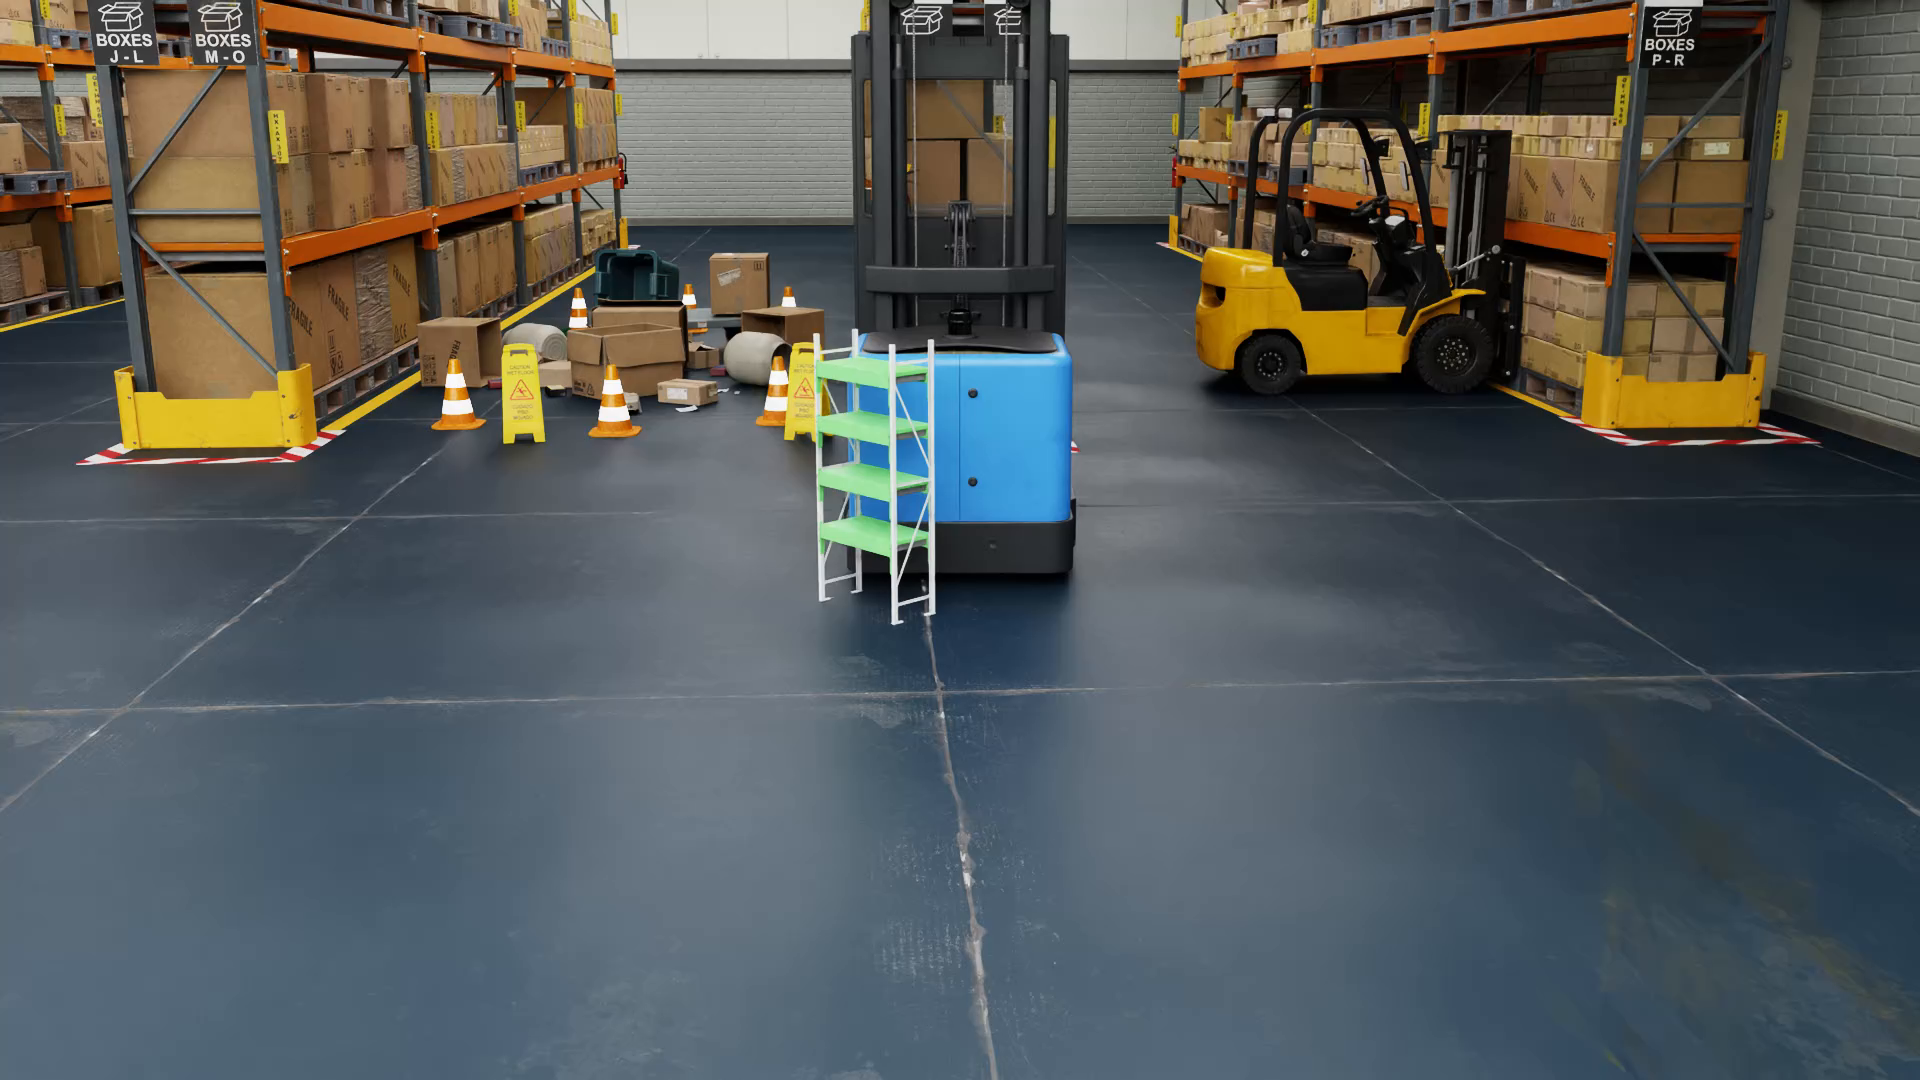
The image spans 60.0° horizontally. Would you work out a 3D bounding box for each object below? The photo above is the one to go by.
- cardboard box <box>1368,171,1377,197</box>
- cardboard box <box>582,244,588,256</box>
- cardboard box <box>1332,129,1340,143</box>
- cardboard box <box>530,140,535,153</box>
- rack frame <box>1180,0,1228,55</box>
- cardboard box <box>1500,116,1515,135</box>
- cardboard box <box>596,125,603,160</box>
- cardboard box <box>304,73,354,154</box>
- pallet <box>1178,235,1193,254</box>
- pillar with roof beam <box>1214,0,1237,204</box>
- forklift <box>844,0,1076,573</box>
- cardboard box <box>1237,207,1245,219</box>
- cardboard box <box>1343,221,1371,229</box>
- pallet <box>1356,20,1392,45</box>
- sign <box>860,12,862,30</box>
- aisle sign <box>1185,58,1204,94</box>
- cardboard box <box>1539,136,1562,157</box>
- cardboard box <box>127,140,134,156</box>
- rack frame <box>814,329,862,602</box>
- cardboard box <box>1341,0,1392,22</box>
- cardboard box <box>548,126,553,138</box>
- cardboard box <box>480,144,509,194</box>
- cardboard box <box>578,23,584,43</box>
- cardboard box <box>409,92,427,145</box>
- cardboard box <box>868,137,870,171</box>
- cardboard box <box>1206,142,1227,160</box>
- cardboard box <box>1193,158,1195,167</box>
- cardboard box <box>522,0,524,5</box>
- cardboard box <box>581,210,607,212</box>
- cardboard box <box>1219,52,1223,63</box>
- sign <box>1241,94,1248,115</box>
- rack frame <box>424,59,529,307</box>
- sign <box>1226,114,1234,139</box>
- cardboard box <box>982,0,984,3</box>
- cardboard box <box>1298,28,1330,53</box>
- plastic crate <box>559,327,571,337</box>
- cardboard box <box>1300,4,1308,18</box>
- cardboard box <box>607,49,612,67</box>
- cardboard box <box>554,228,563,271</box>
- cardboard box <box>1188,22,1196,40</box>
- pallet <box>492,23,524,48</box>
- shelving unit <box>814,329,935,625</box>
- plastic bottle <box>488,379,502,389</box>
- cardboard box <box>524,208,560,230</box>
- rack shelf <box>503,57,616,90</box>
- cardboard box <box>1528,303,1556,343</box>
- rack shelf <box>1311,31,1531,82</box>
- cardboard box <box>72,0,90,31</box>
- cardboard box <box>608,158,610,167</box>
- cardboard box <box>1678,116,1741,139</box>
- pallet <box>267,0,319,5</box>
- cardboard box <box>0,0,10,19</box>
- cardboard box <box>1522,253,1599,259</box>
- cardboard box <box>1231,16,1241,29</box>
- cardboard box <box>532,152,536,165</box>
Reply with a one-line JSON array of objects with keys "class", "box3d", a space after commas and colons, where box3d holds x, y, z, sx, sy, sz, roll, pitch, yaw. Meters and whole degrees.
[{"class": "cardboard box", "box3d": [4.418, -3.573, 16.694, 0.500, 0.250, 0.500, -1, 14, -3]}, {"class": "cardboard box", "box3d": [-5.339, -4.004, 22.947, 0.380, 0.149, 0.250, -2, 15, -6]}, {"class": "cardboard box", "box3d": [4.284, -4.419, 18.179, 0.380, 0.149, 0.250, 0, 14, -2]}, {"class": "cardboard box", "box3d": [-5.288, -4.699, 19.833, 0.380, 0.149, 0.250, -1, 14, -3]}, {"class": "rack frame", "box3d": [4.003, -9.165, 26.088, 1.000, 3.000, 0.127, -1, 14, -3]}, {"class": "cardboard box", "box3d": [4.629, -3.379, 13.540, 0.380, 0.149, 0.250, -1, 14, -4]}, {"class": "cardboard box", "box3d": [-5.512, -5.787, 24.201, 0.500, 0.500, 0.500, 0, 14, -1]}, {"class": "cardboard box", "box3d": [-4.903, -3.067, 11.957, 0.875, 0.550, 0.550, -1, 14, -3]}, {"class": "pallet", "box3d": [4.058, -4.692, 26.339, 1.003, 0.211, 1.213, -1, 14, -3]}, {"class": "pillar with roof beam", "box3d": [0.439, -9.783, 28.490, 9.100, 9.000, 0.400, -1, 14, -3]}, {"class": "forklift", "box3d": [0.000, -1.575, 8.765, 1.130, 2.935, 3.031, 0, 14, 0]}, {"class": "cardboard box", "box3d": [4.008, -4.479, 22.785, 0.380, 0.149, 0.250, 0, 14, -1]}, {"class": "cardboard box", "box3d": [4.778, -3.712, 19.804, 0.380, 0.149, 0.250, 0, 14, -1]}, {"class": "pallet", "box3d": [4.703, -5.186, 17.021, 1.003, 0.211, 1.213, 0, 14, -1]}, {"class": "sign", "box3d": [-1.505, -8.089, 26.014, 0.100, 0.325, 0.005, -1, 14, -3]}, {"class": "aisle sign", "box3d": [3.706, -7.531, 26.560, 0.394, 0.787, 0.004, -1, 14, -3]}, {"class": "cardboard box", "box3d": [4.625, -2.981, 12.591, 0.380, 0.149, 0.250, -1, 14, -5]}, {"class": "cardboard box", "box3d": [-10.203, -4.593, 20.157, 0.500, 0.500, 0.500, -1, 14, -3]}, {"class": "rack frame", "box3d": [-0.540, -0.327, 7.388, 0.240, 1.200, 0.015, -14, 20, -42]}, {"class": "cardboard box", "box3d": [4.432, -5.715, 17.456, 0.700, 0.500, 0.500, -1, 14, -5]}, {"class": "cardboard box", "box3d": [-5.369, -5.162, 21.039, 0.380, 0.149, 0.250, -1, 14, -4]}, {"class": "cardboard box", "box3d": [-5.064, -3.908, 17.493, 0.500, 0.500, 0.500, -1, 14, -3]}, {"class": "cardboard box", "box3d": [-5.453, -6.955, 22.818, 0.500, 0.250, 0.500, -1, 14, -4]}, {"class": "cardboard box", "box3d": [-5.178, -3.752, 14.883, 0.700, 0.500, 0.500, -1, 14, -4]}, {"class": "cardboard box", "box3d": [-1.070, -5.600, 24.071, 0.500, 0.500, 0.500, -1, 14, -4]}, {"class": "cardboard box", "box3d": [3.913, -5.708, 24.395, 0.500, 0.250, 0.500, -1, 14, -4]}, {"class": "cardboard box", "box3d": [3.817, -5.861, 25.790, 0.380, 0.149, 0.250, 0, 14, -2]}, {"class": "cardboard box", "box3d": [-5.226, -6.259, 19.075, 0.396, 0.266, 0.258, -1, 14, -3]}, {"class": "cardboard box", "box3d": [-5.641, -5.000, 25.626, 0.380, 0.149, 0.250, -1, 14, -2]}, {"class": "cardboard box", "box3d": [3.903, -6.870, 23.691, 0.380, 0.149, 0.250, -1, 14, -4]}, {"class": "sign", "box3d": [4.559, -6.977, 26.666, 0.100, 0.325, 0.005, -1, 14, -3]}, {"class": "rack frame", "box3d": [-5.389, -4.091, 18.407, 1.000, 3.000, 0.127, -1, 14, -3]}, {"class": "sign", "box3d": [3.710, -5.674, 22.822, 0.100, 0.325, 0.005, -1, 14, -3]}, {"class": "cardboard box", "box3d": [0.344, -3.622, 11.067, 0.380, 0.149, 0.250, -1, 14, -3]}, {"class": "cardboard box", "box3d": [4.225, -5.774, 19.230, 0.500, 0.250, 0.500, -1, 14, -5]}, {"class": "plastic crate", "box3d": [-3.823, -1.739, 14.794, 0.450, 0.188, 0.662, -4, 11, 28]}, {"class": "cardboard box", "box3d": [4.205, -6.201, 19.490, 0.380, 0.149, 0.250, -1, 14, -5]}, {"class": "cardboard box", "box3d": [-5.593, -7.352, 25.361, 0.500, 0.250, 0.500, -1, 14, -5]}, {"class": "cardboard box", "box3d": [-5.281, -3.643, 20.840, 0.500, 0.500, 0.500, -1, 14, -5]}, {"class": "cardboard box", "box3d": [3.793, -7.785, 25.445, 0.500, 0.250, 0.500, -1, 14, -4]}, {"class": "pallet", "box3d": [-5.296, -5.293, 17.438, 1.213, 0.211, 1.003, 0, 14, -1]}, {"class": "shelving unit", "box3d": [-0.370, -0.283, 7.219, 0.258, 1.200, 0.503, -14, 20, -42]}, {"class": "plastic bottle", "box3d": [-3.609, -1.247, 13.252, 0.283, 0.061, 0.133, -6, 16, -23]}, {"class": "cardboard box", "box3d": [-5.273, -4.001, 20.727, 0.500, 0.250, 0.500, -2, 15, -6]}, {"class": "rack shelf", "box3d": [-5.761, -6.688, 23.922, 1.077, 0.370, 4.000, -1, 14, -3]}, {"class": "cardboard box", "box3d": [4.632, -1.636, 12.535, 0.500, 0.250, 0.500, -1, 14, -4]}, {"class": "rack shelf", "box3d": [4.623, -4.877, 16.886, 1.077, 0.370, 4.000, -1, 14, -3]}, {"class": "cardboard box", "box3d": [-10.494, -6.253, 19.741, 0.797, 0.503, 0.637, -1, 14, -4]}, {"class": "cardboard box", "box3d": [-5.605, -5.820, 25.630, 0.380, 0.149, 0.250, -1, 14, -4]}, {"class": "cardboard box", "box3d": [5.187, -2.874, 11.577, 0.380, 0.149, 0.250, -1, 14, -5]}, {"class": "pallet", "box3d": [-4.950, -3.696, 11.028, 1.003, 0.211, 1.213, -1, 14, -3]}, {"class": "cardboard box", "box3d": [-10.024, -5.541, 16.817, 0.500, 0.500, 0.500, -1, 14, -4]}, {"class": "cardboard box", "box3d": [5.035, -2.260, 13.960, 0.500, 0.250, 0.500, -1, 14, -3]}, {"class": "cardboard box", "box3d": [3.832, -6.911, 22.210, 0.380, 0.149, 0.250, 0, 14, -2]}, {"class": "cardboard box", "box3d": [-5.286, -4.554, 19.869, 0.380, 0.149, 0.250, 0, 14, -2]}]
